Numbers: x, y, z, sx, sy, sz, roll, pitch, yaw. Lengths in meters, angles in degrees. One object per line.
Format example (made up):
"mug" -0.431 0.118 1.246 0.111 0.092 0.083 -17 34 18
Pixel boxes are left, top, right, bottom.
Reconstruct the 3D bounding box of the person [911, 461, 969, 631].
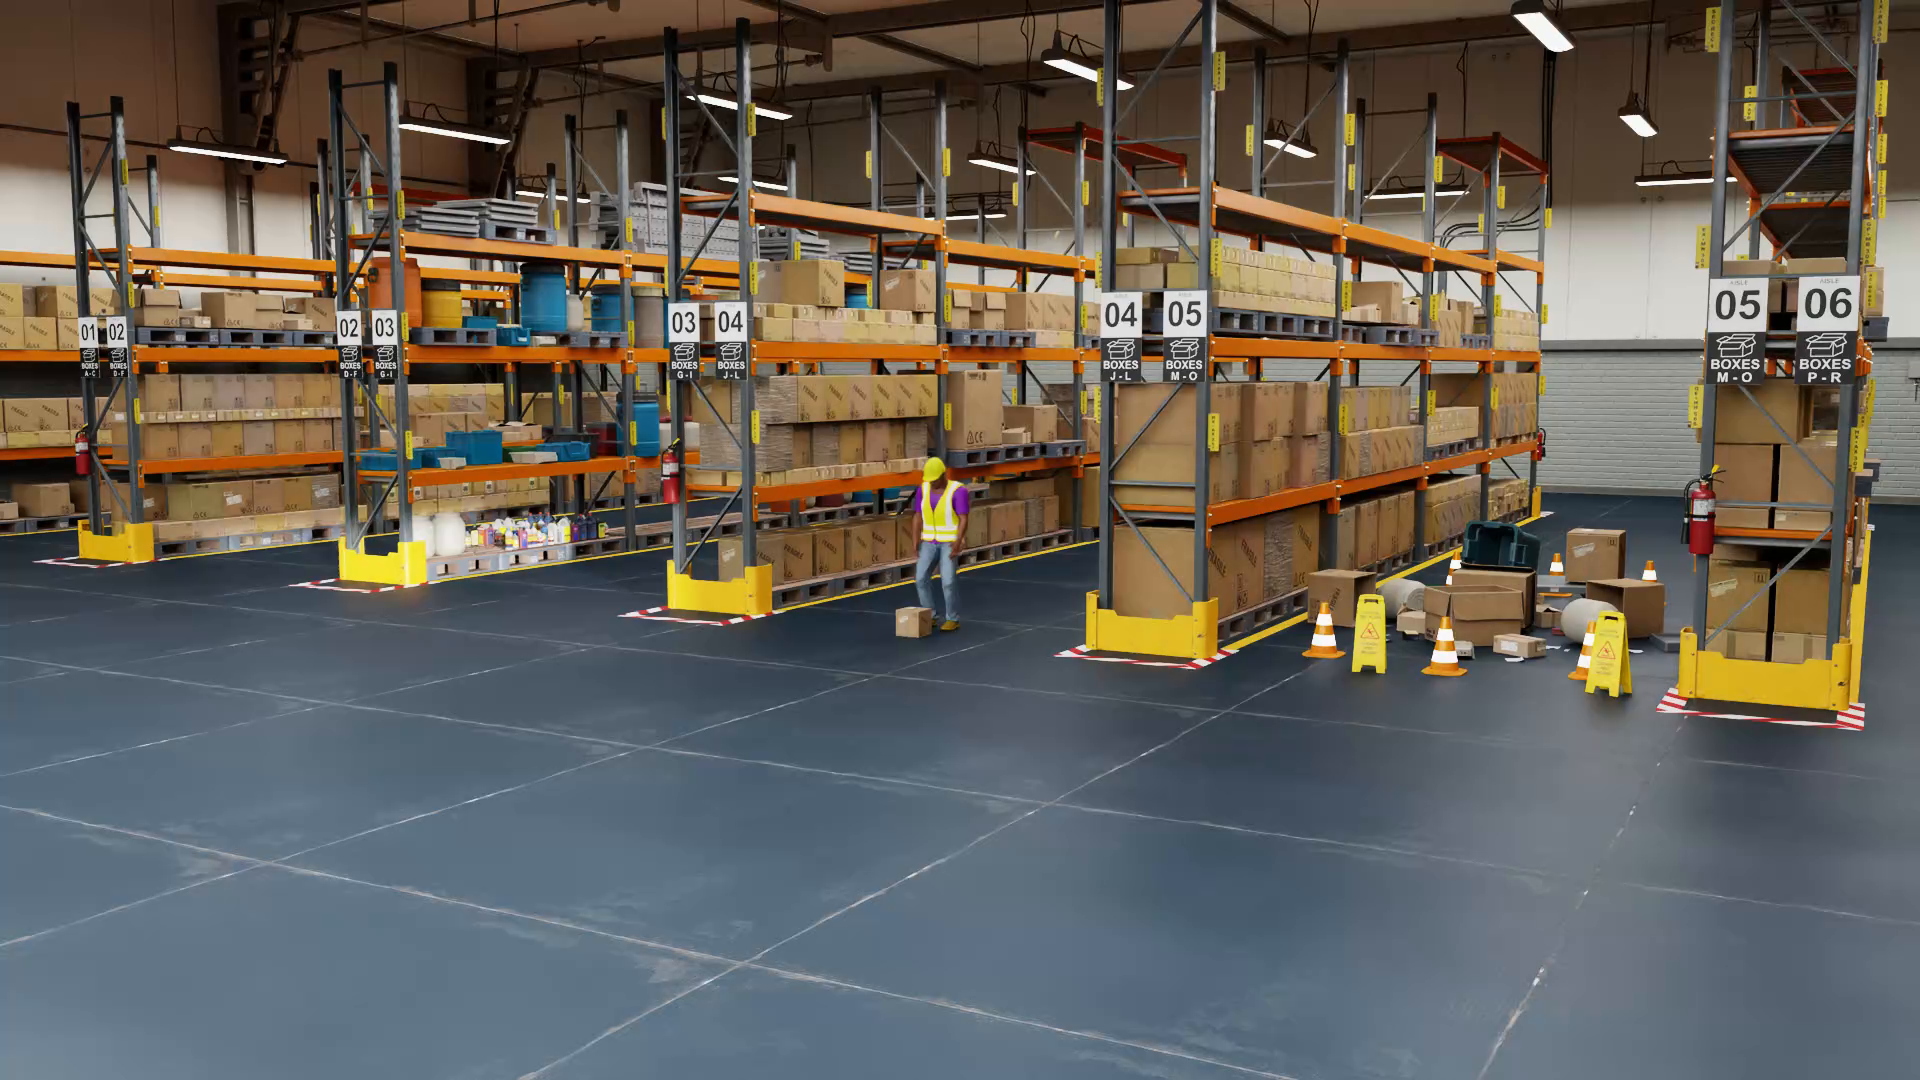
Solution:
"person" -0.191 0.050 16.131 0.610 1.647 0.554 3 7 30
